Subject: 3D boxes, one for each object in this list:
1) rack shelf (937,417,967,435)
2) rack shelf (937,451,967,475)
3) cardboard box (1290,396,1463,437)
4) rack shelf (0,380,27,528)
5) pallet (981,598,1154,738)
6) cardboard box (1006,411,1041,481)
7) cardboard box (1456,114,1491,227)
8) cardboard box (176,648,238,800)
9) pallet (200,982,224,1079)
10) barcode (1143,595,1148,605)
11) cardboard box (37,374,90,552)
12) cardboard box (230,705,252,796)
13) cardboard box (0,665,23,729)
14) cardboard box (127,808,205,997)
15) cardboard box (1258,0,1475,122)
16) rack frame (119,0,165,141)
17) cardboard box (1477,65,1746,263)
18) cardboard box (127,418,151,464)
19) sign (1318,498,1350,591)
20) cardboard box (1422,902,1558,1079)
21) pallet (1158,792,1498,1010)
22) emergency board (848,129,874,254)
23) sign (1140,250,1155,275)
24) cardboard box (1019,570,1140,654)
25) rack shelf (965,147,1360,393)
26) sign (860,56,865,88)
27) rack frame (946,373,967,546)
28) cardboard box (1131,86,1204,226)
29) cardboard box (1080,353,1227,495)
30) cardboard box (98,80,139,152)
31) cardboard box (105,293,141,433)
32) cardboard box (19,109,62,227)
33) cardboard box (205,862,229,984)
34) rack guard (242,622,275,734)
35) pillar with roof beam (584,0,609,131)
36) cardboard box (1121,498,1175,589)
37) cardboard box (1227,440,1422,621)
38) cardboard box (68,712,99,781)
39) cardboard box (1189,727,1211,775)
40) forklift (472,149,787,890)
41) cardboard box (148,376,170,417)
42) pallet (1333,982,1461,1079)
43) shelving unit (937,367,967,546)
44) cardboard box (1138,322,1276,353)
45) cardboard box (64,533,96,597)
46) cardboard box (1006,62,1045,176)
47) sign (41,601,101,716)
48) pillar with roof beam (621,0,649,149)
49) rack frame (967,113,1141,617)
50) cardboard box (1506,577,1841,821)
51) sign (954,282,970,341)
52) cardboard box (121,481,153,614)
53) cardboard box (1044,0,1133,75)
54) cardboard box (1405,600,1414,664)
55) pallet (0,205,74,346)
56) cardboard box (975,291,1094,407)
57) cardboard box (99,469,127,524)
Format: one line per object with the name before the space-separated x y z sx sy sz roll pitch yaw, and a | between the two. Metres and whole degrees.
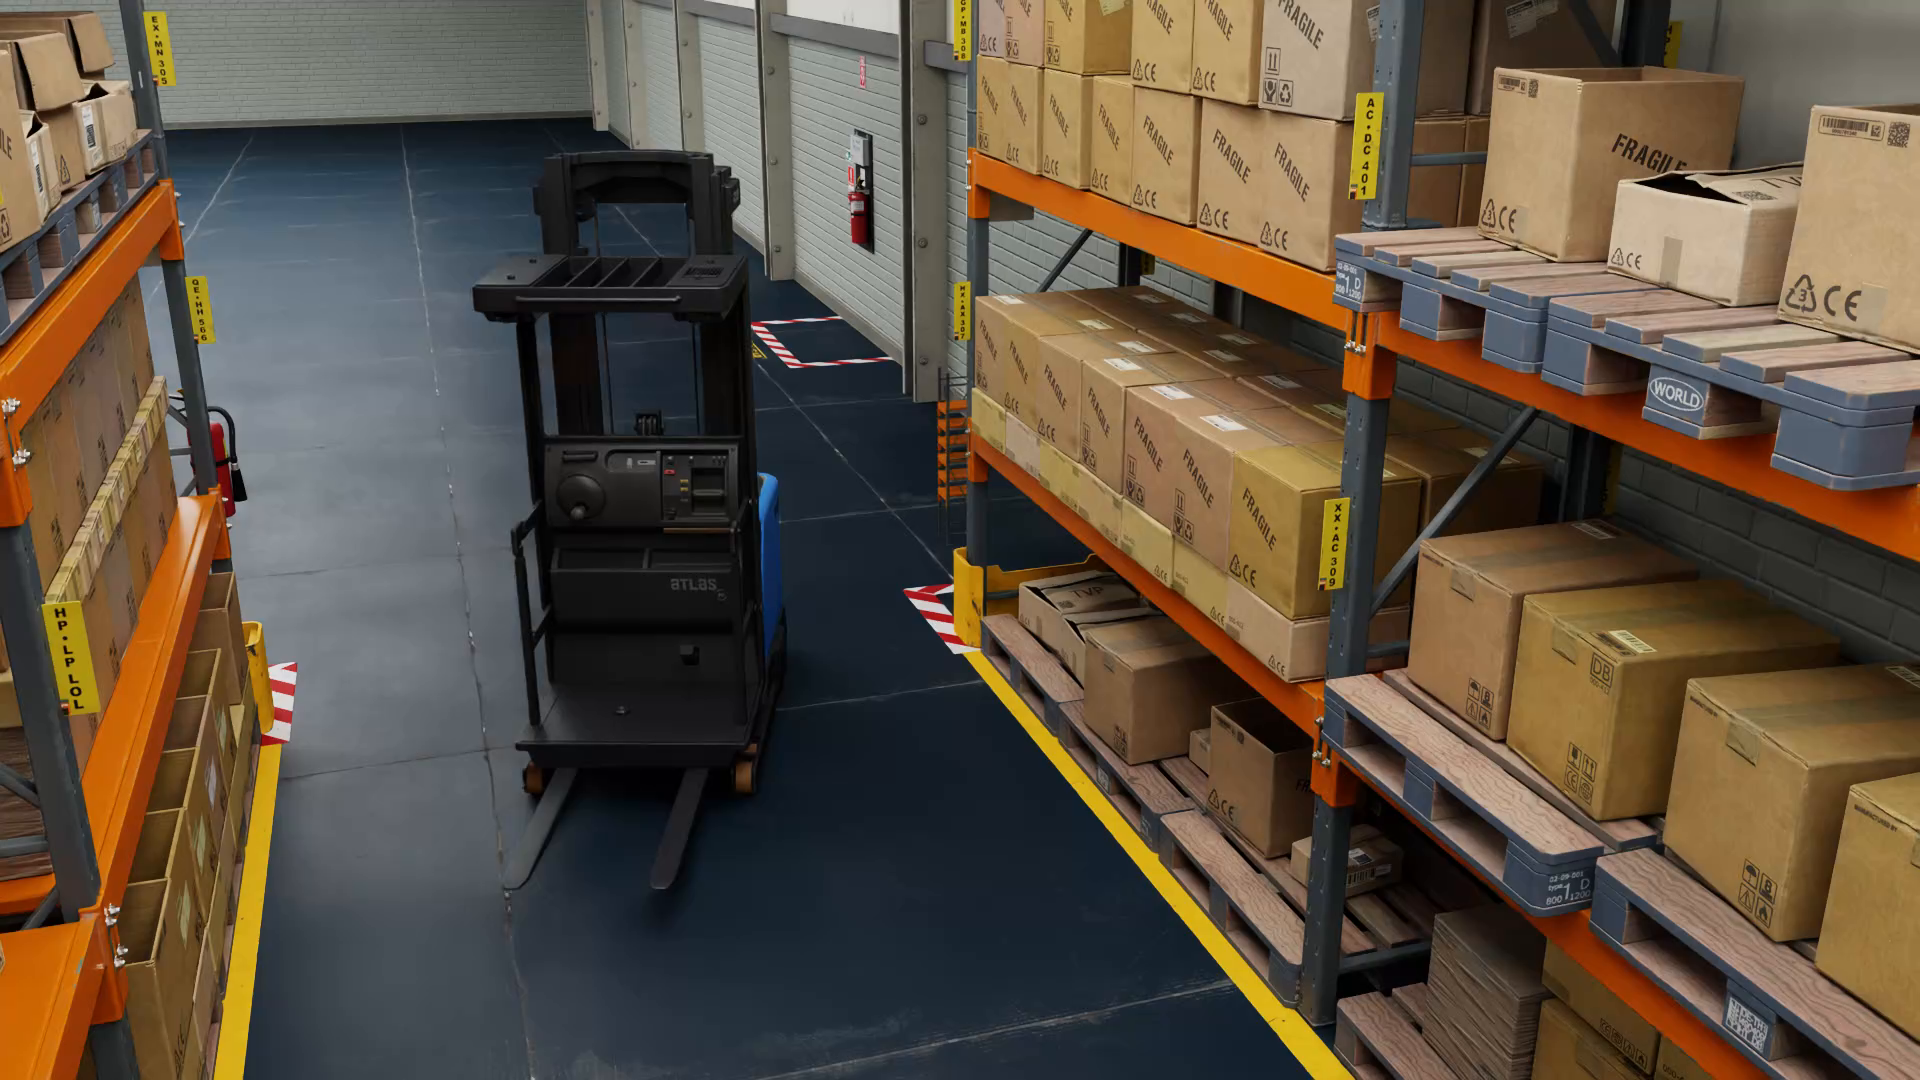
rack shelf | -0.005 -0.753 11.160 0.258 0.103 0.180 -6 21 -17
rack shelf | -0.005 -0.528 11.242 0.258 0.103 0.180 -6 21 -17
cardboard box | 1.680 -0.269 6.810 0.500 0.500 0.500 -7 21 -18
rack shelf | -2.285 0.459 2.329 1.077 0.370 4.000 -6 21 -17
pallet | 0.777 0.680 9.211 1.003 0.211 1.213 -6 21 -17
cardboard box | 0.560 -0.505 8.576 0.500 0.250 0.500 -7 21 -19
cardboard box | 1.873 -1.290 5.955 0.500 0.500 0.500 -6 21 -15
cardboard box | -3.391 0.810 7.062 0.500 0.500 0.500 -6 21 -17
pallet | -3.124 1.943 5.696 1.003 0.211 1.213 -6 21 -17
barcode | 1.048 0.328 9.380 0.001 0.075 0.075 -6 21 -17
cardboard box | -3.376 -0.232 5.558 0.700 0.500 0.500 -6 21 -17
cardboard box | -3.553 1.003 7.634 0.500 0.250 0.500 -6 21 -17
cardboard box | -2.814 0.431 4.672 0.380 0.149 0.250 -6 21 -17
cardboard box | -2.926 1.292 5.720 0.500 0.500 0.500 -6 21 -17
cardboard box | 1.373 -1.708 5.641 0.500 0.500 0.500 -8 21 -22
rack frame | -4.171 -3.217 7.061 1.000 3.000 0.127 -6 21 -17
cardboard box | 1.884 -1.110 4.863 0.500 0.500 0.500 -3 20 -9
cardboard box | -3.629 -0.397 6.976 0.380 0.149 0.250 -6 21 -16
sign | 1.275 0.015 5.656 0.100 0.325 0.005 -6 21 -17
cardboard box | 2.035 1.566 5.665 0.700 0.500 0.500 -6 21 -15
pallet | 1.543 1.463 7.031 1.003 0.211 1.213 -6 21 -17
emergency board | -1.054 -3.511 16.754 0.194 1.169 0.643 -6 21 -17
sign | 1.064 -1.667 9.441 0.100 0.325 0.005 -6 21 -17
cardboard box | 0.663 0.369 9.279 0.500 0.311 0.500 -9 22 -23
rack shelf | 1.160 -1.352 7.371 1.077 0.370 4.000 -6 21 -17
sign | -0.962 -4.615 16.399 0.001 0.298 0.199 -6 21 -17
rack frame | 0.024 -0.540 11.145 0.240 1.200 0.006 -6 21 -17
cardboard box | 1.038 -1.579 6.760 0.500 0.500 0.500 -7 21 -19
cardboard box | 0.871 -0.537 7.558 0.500 0.500 0.500 -6 21 -16
cardboard box | -3.558 -1.657 6.548 0.500 0.250 0.500 -6 21 -17
cardboard box | -3.849 -0.715 6.902 0.700 0.500 0.500 -7 21 -19
cardboard box | -2.991 -1.106 4.925 0.500 0.311 0.500 -8 21 -20
cardboard box | -3.076 1.483 6.296 0.500 0.250 0.500 -6 21 -17
rack guard | -4.178 0.775 8.519 1.175 0.500 0.348 -6 21 -17
pillar with roof beam | -11.944 -12.782 33.690 9.100 9.000 0.400 -6 21 -17
cardboard box | 1.030 -0.017 7.218 0.500 0.250 0.500 -7 21 -18
cardboard box | 1.346 -0.048 6.196 0.500 0.500 0.500 -6 21 -17
cardboard box | -3.231 0.533 5.348 0.700 0.500 0.500 -7 21 -18
cardboard box | 1.304 0.982 7.812 0.380 0.149 0.250 -8 21 -22
forklift | -1.529 -0.257 7.795 1.130 2.935 3.031 0 20 0
cardboard box | -3.870 -0.644 7.663 0.380 0.149 0.250 -7 21 -18
pallet | 2.034 1.925 5.746 1.003 0.211 1.213 -6 21 -17
shelving unit | -0.005 -0.569 11.227 0.258 1.200 0.189 -6 21 -17
cardboard box | 1.196 -0.756 8.167 0.500 0.500 0.500 -7 21 -19
cardboard box | -3.136 0.103 5.584 0.380 0.149 0.250 -7 21 -19
cardboard box | 0.534 -2.079 8.153 0.500 0.500 0.500 -5 20 -14
sign | -2.401 0.322 4.488 0.100 0.325 0.005 -6 21 -17
pillar with roof beam | -10.058 -10.856 28.329 9.100 9.000 0.400 -6 21 -17
rack frame | 0.531 -0.921 9.544 1.000 3.000 0.127 -6 21 -17
cardboard box | 2.085 0.455 4.912 0.700 0.500 0.500 -4 20 -12
sign | 0.016 -1.271 9.237 0.100 0.325 0.005 -6 21 -17
cardboard box | -3.716 0.038 6.724 0.700 0.500 0.500 -6 21 -17
cardboard box | 0.703 -2.381 7.514 0.500 0.500 0.500 -6 21 -16
cardboard box | 1.844 0.250 6.475 0.500 0.250 0.500 -6 21 -17
pallet | -3.206 -0.751 4.764 1.003 0.211 1.213 -6 21 -17
cardboard box | 0.396 -1.028 8.923 0.500 0.500 0.500 -6 21 -17
cardboard box | -3.380 -0.146 6.278 0.380 0.149 0.250 -7 21 -18
